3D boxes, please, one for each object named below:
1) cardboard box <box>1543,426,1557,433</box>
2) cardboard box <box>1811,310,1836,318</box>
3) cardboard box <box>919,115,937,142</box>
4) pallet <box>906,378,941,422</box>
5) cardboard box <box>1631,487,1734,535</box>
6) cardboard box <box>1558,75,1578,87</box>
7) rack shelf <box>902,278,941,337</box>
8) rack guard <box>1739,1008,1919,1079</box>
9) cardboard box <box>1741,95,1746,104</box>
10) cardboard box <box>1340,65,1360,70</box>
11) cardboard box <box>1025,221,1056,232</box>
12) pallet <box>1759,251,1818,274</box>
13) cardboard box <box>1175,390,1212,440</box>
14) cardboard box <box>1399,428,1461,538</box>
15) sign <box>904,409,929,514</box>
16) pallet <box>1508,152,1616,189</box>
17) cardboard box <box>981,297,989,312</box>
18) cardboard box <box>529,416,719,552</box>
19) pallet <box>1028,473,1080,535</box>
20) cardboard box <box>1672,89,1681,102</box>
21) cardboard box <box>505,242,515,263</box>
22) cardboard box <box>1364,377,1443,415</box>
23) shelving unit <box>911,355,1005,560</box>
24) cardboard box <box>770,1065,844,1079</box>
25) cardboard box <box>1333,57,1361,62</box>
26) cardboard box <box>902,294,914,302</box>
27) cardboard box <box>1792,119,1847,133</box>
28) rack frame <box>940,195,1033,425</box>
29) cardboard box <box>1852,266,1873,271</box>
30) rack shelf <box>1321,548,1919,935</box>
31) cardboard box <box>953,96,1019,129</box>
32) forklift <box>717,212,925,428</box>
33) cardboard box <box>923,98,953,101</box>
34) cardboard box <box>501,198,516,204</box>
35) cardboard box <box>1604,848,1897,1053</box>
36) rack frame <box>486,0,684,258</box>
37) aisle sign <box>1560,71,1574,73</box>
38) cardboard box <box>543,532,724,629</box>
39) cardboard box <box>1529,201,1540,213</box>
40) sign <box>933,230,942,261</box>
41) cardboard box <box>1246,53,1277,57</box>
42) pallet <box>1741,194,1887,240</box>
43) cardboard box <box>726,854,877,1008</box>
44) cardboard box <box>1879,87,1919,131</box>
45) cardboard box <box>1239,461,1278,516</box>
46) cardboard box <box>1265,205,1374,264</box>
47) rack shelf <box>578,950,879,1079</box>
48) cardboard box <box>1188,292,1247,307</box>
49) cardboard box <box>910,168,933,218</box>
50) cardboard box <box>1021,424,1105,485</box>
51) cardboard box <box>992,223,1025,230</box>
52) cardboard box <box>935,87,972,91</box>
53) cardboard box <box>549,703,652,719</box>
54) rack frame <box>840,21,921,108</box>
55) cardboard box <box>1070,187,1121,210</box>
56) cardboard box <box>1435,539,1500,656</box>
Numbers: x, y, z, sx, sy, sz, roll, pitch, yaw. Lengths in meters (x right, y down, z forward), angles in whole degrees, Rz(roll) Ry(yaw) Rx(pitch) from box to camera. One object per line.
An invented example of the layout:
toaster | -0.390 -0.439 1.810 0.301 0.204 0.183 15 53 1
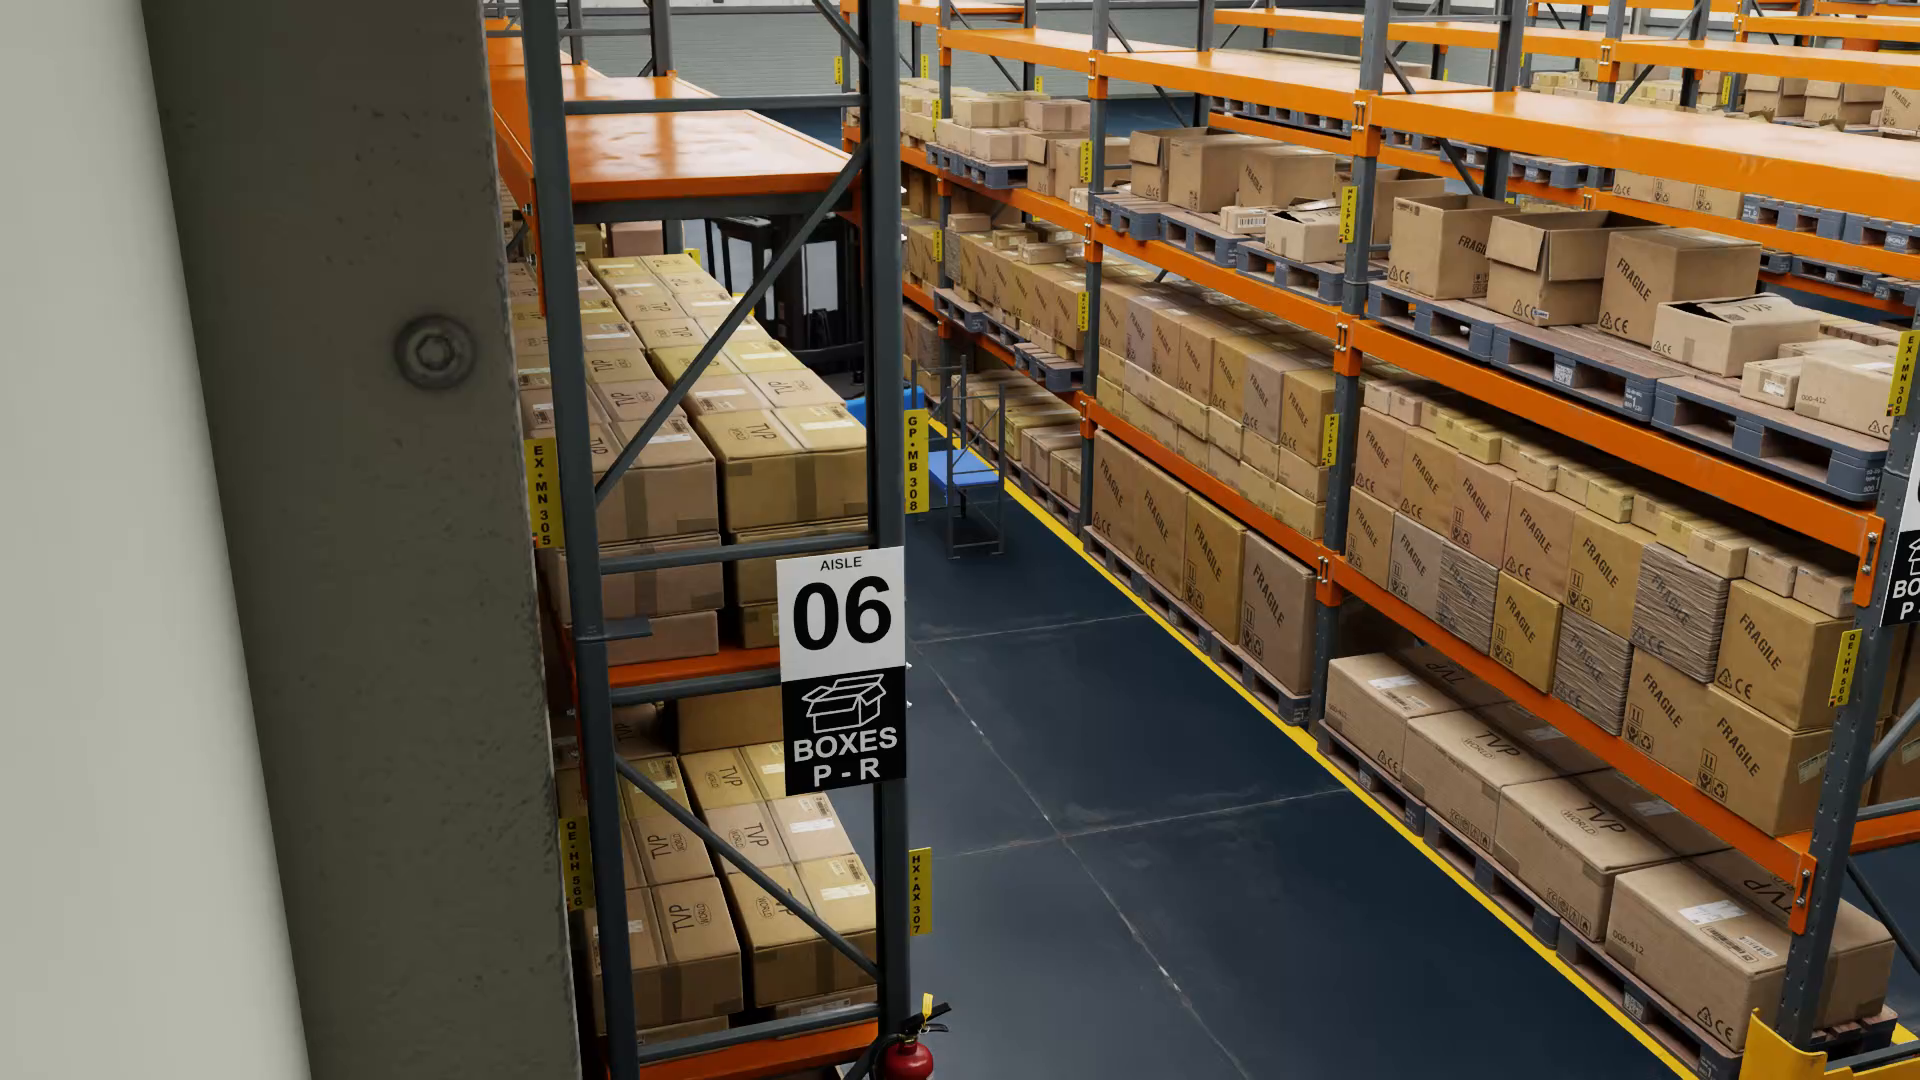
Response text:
cardboard box | 3.452 -0.593 9.185 0.380 0.149 0.250 -7 21 -18
cardboard box | 7.198 -1.846 14.129 0.380 0.149 0.250 -5 20 -15
cardboard box | -0.115 -4.330 17.520 0.500 0.250 0.500 -7 21 -18
pallet | 0.036 -1.635 18.797 1.003 0.211 1.213 -6 21 -17
cardboard box | 3.430 -0.131 7.898 0.380 0.149 0.250 -7 21 -18
cardboard box | 8.484 -6.327 22.928 0.380 0.149 0.250 -7 21 -18
rack shelf | -0.348 -3.039 19.644 1.077 0.370 4.000 -6 21 -17
rack guard | 4.059 2.299 7.416 1.175 0.500 0.348 -6 21 -17
cardboard box | 9.878 -5.454 20.500 0.380 0.149 0.250 -7 21 -19
cardboard box | 4.530 -5.291 18.836 0.380 0.149 0.250 -7 21 -18
cardboard box | 0.869 -3.082 16.531 0.380 0.149 0.250 -7 21 -19
pallet | 9.790 -3.438 19.974 1.003 0.211 1.213 -6 21 -17
cardboard box | 1.916 -0.937 12.209 0.500 0.250 0.500 -6 21 -16
cardboard box | 2.867 -0.345 9.452 0.500 0.500 0.500 -7 21 -18
sign | -0.144 -0.237 5.049 0.100 0.325 0.005 -6 21 -17
pallet | 5.952 -3.534 15.801 1.213 0.211 1.003 -5 20 -15
cardboard box | 0.427 -2.353 16.422 0.380 0.149 0.250 -6 21 -16
cardboard box | -1.064 -0.186 5.241 0.500 0.250 0.500 -7 21 -19
pallet | 1.293 -0.391 15.332 1.003 0.211 1.213 -6 21 -17
cardboard box | 9.153 -5.558 20.787 0.380 0.149 0.250 -7 21 -20
cardboard box | -2.310 -1.561 9.191 0.380 0.149 0.250 -7 21 -18
cardboard box | 2.648 -0.862 9.934 0.380 0.149 0.250 -7 21 -18
shelving unit | -0.027 -0.733 14.379 0.538 1.500 1.048 -6 21 -17
cardboard box | -0.761 2.415 6.469 0.797 0.503 0.637 -7 21 -19
cardboard box | 4.755 -5.769 20.166 0.380 0.149 0.250 -6 21 -17
cardboard box | -0.660 -2.651 19.837 0.500 0.500 0.500 -6 21 -16
cardboard box | 7.002 -3.317 13.636 0.396 0.266 0.258 -6 21 -17
rack frame | 0.280 -2.736 17.736 1.000 3.000 0.127 -6 21 -17
cardboard box | 10.165 -3.146 18.455 0.396 0.266 0.258 -7 21 -19
rack shelf | 3.423 0.812 8.923 1.077 0.370 4.000 -6 21 -17
cardboard box | 0.250 -4.121 16.016 0.500 0.250 0.500 -7 21 -18
forklift | -1.603 -2.074 15.995 1.130 2.935 3.031 -14 24 -35
cardboard box | -0.178 -4.651 17.824 0.380 0.149 0.250 -6 21 -16
cardboard box | -2.991 -2.119 10.772 0.380 0.149 0.250 -6 21 -17
cardboard box | 3.750 1.922 7.937 0.875 0.438 0.875 -7 21 -19
rack frame | -1.916 -2.463 8.103 1.000 3.000 0.127 -6 21 -17
aisle sign | 8.696 -6.348 23.946 0.394 0.787 0.004 -6 21 -17
cardboard box | -1.057 0.049 5.328 0.500 0.250 0.500 -7 21 -18
cardboard box | 8.354 -4.755 23.729 0.380 0.149 0.250 -6 21 -17
sign | -0.232 -3.083 17.422 0.100 0.325 0.005 -6 21 -17
cardboard box | 3.812 -6.024 20.876 0.380 0.149 0.250 -7 21 -18
pallet | 7.040 -2.592 13.176 1.213 0.211 1.003 -6 21 -17
cardboard box | -0.546 1.400 6.003 0.500 0.250 0.500 -6 21 -17
cardboard box | 10.245 -4.649 17.739 0.500 0.500 0.500 -6 21 -16
cardboard box | 2.255 -0.379 11.395 0.500 0.250 0.500 -7 21 -18
cardboard box | 2.318 -1.996 10.751 0.500 0.311 0.500 -6 21 -17
rack shelf | -1.288 1.340 7.452 1.077 0.370 4.000 -6 21 -17
cardboard box | 2.117 -1.668 13.136 0.500 0.500 0.500 -6 21 -16
cardboard box | -0.174 -4.045 19.315 0.700 0.500 0.500 -7 21 -18
cardboard box | 1.130 -0.831 15.700 0.950 0.372 0.625 -7 21 -18
cardboard box | 0.643 -2.997 17.253 0.500 0.500 0.500 -7 21 -18
cardboard box | -0.077 -5.122 19.135 0.380 0.149 0.250 -6 21 -16
cardboard box | -1.692 0.804 7.662 0.500 0.250 0.500 -6 21 -16
rack frame | -0.977 -6.843 20.296 1.000 3.000 0.127 -6 21 -17
cardboard box | 1.153 -2.903 14.137 0.380 0.149 0.250 -6 21 -17
cardboard box | 2.998 0.285 9.178 0.500 0.500 0.500 -6 21 -17
